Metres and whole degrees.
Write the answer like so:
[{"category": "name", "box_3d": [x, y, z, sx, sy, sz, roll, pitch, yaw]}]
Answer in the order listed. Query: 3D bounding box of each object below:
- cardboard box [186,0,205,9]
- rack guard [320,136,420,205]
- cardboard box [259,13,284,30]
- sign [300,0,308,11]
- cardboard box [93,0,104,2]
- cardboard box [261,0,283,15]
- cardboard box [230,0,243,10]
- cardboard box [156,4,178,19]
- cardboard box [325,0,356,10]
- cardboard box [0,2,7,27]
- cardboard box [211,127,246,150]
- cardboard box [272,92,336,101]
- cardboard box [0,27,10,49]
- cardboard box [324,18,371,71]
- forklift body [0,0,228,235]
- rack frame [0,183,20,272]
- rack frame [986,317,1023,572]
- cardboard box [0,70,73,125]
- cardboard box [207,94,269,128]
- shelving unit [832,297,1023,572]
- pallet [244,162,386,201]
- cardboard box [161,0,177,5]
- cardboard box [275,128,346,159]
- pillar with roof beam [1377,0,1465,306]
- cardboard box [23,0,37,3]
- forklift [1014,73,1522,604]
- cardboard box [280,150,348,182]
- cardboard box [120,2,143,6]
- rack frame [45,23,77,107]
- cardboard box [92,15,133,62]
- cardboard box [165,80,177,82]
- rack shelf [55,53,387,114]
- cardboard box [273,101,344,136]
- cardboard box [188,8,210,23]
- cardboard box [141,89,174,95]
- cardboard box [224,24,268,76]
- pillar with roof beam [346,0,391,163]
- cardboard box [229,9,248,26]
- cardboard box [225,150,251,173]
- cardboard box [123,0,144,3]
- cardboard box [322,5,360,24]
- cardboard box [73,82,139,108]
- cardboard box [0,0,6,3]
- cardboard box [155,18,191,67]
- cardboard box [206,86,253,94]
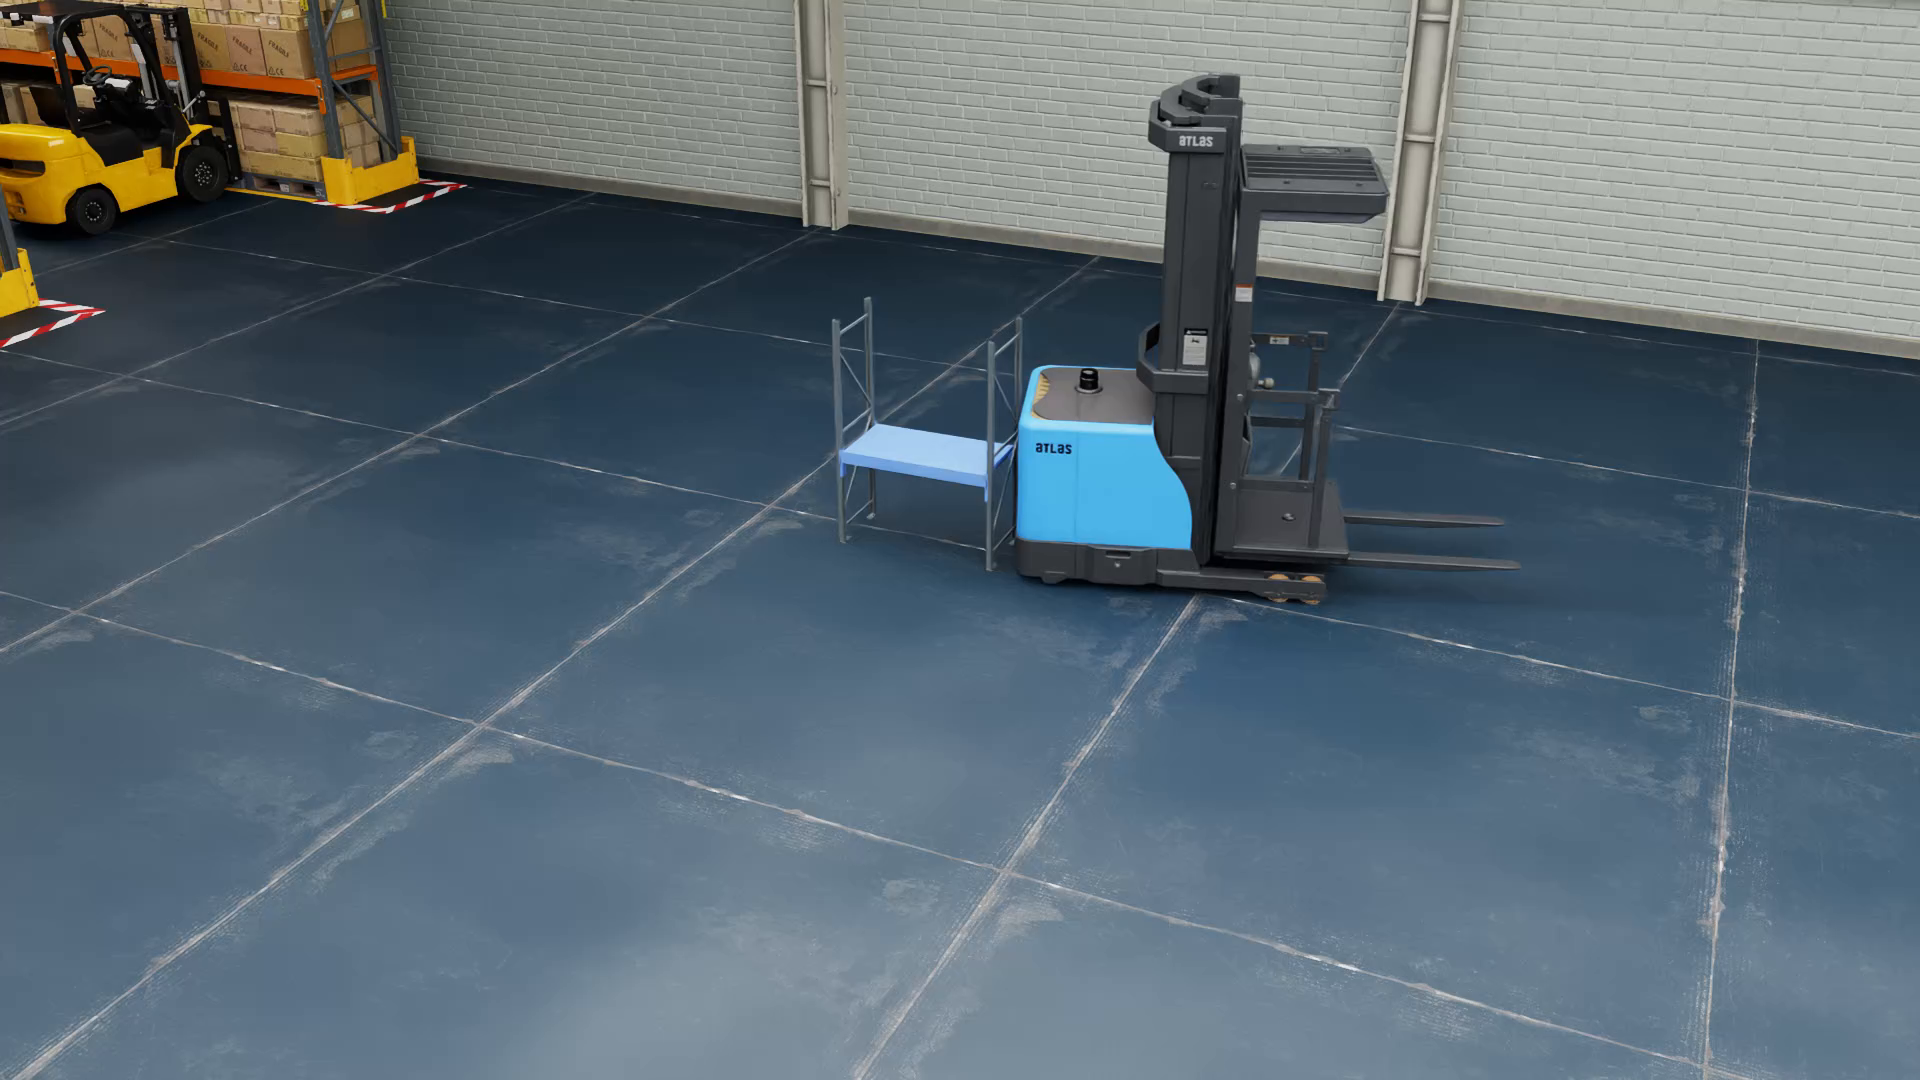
[{"category": "cardboard box", "box_3d": [-8.223, -5.913, 18.181, 0.250, 0.149, 0.380, 12, 29, 23]}, {"category": "rack guard", "box_3d": [-6.585, -4.144, 18.602, 0.348, 0.500, 1.175, 11, 28, 22]}, {"category": "cardboard box", "box_3d": [-7.283, -5.592, 17.864, 0.250, 0.149, 0.380, 12, 29, 23]}, {"category": "sign", "box_3d": [-6.844, -5.680, 17.313, 0.005, 0.325, 0.100, 11, 28, 22]}, {"category": "cardboard box", "box_3d": [-9.582, -6.090, 18.877, 0.250, 0.149, 0.380, 11, 28, 22]}, {"category": "cardboard box", "box_3d": [-7.258, -5.753, 17.855, 0.250, 0.149, 0.380, 11, 28, 22]}, {"category": "cardboard box", "box_3d": [-7.703, -5.865, 18.083, 0.250, 0.149, 0.380, 12, 28, 22]}, {"category": "cardboard box", "box_3d": [-8.667, -5.883, 18.455, 0.250, 0.149, 0.380, 11, 28, 21]}, {"category": "cardboard box", "box_3d": [-6.824, -5.887, 18.127, 0.250, 0.149, 0.380, 11, 28, 21]}, {"category": "cardboard box", "box_3d": [-11.272, -6.237, 19.626, 0.500, 0.250, 0.500, 11, 28, 20]}, {"category": "cardboard box", "box_3d": [-8.110, -4.595, 18.758, 0.500, 0.250, 0.500, 11, 28, 21]}, {"category": "cardboard box", "box_3d": [-7.422, -4.928, 18.868, 0.500, 0.250, 0.500, 11, 28, 22]}, {"category": "cardboard box", "box_3d": [-11.275, -6.011, 19.733, 0.500, 0.250, 0.500, 11, 28, 22]}, {"category": "cardboard box", "box_3d": [-6.943, -5.517, 18.447, 0.500, 0.500, 0.500, 12, 29, 23]}, {"category": "forklift body", "box_3d": [-9.088, -4.503, 17.460, 1.214, 2.155, 2.313, 11, 28, 22]}, {"category": "rack frame", "box_3d": [-8.658, -3.274, 14.003, 0.127, 3.000, 1.000, 11, 28, 22]}, {"category": "rack frame", "box_3d": [0.272, -0.578, 10.227, 0.032, 1.500, 0.500, 10, 28, 20]}, {"category": "cardboard box", "box_3d": [-11.431, -5.361, 20.455, 0.625, 0.625, 0.875, 11, 28, 21]}, {"category": "cardboard box", "box_3d": [-8.086, -4.812, 18.633, 0.500, 0.250, 0.500, 12, 29, 22]}, {"category": "shelving unit", "box_3d": [-0.197, -0.665, 10.402, 1.048, 1.500, 0.538, 10, 28, 20]}, {"category": "pallet", "box_3d": [-7.320, -4.142, 18.924, 1.213, 0.211, 1.003, 11, 28, 22]}, {"category": "cardboard box", "box_3d": [-8.641, -6.051, 18.461, 0.250, 0.149, 0.380, 11, 28, 22]}, {"category": "cardboard box", "box_3d": [-7.179, -4.413, 18.388, 0.500, 0.250, 0.500, 11, 28, 21]}, {"category": "pillar with roof beam", "box_3d": [2.274, -4.526, 9.756, 0.400, 9.000, 9.100, 11, 28, 22]}, {"category": "cardboard box", "box_3d": [-10.651, -6.311, 19.324, 0.250, 0.149, 0.380, 12, 29, 24]}, {"category": "forklift", "box_3d": [1.890, -1.180, 9.829, 3.031, 2.935, 1.130, 3, 26, 7]}, {"category": "cardboard box", "box_3d": [-7.165, -4.184, 18.490, 0.500, 0.250, 0.500, 12, 28, 22]}, {"category": "cardboard box", "box_3d": [-9.150, -5.967, 18.626, 0.250, 0.149, 0.380, 11, 28, 21]}, {"category": "rack frame", "box_3d": [-10.248, -6.002, 19.544, 0.127, 3.000, 1.000, 11, 28, 22]}, {"category": "cardboard box", "box_3d": [-9.471, -5.772, 18.964, 0.500, 0.500, 0.500, 12, 29, 23]}, {"category": "cardboard box", "box_3d": [-9.253, -5.306, 19.637, 0.500, 0.250, 0.500, 11, 28, 21]}, {"category": "rack shelf", "box_3d": [-8.427, -5.313, 18.960, 4.000, 0.370, 1.077, 11, 28, 22]}, {"category": "cardboard box", "box_3d": [-7.155, -4.632, 18.269, 0.500, 0.250, 0.500, 12, 29, 24]}, {"category": "cardboard box", "box_3d": [-8.216, -5.782, 18.250, 0.250, 0.149, 0.380, 12, 28, 22]}, {"category": "cardboard box", "box_3d": [-9.019, -5.007, 19.028, 0.500, 0.250, 0.500, 12, 29, 24]}, {"category": "cardboard box", "box_3d": [-7.632, -5.398, 18.205, 0.500, 0.500, 0.500, 12, 29, 23]}, {"category": "pillar with roof beam", "box_3d": [-8.650, -6.720, 14.212, 0.400, 9.000, 9.100, 11, 28, 22]}, {"category": "cardboard box", "box_3d": [-7.715, -5.714, 18.112, 0.250, 0.149, 0.380, 11, 28, 21]}, {"category": "cardboard box", "box_3d": [-8.066, -4.374, 18.875, 0.500, 0.250, 0.500, 12, 29, 22]}, {"category": "cardboard box", "box_3d": [-9.130, -6.114, 18.588, 0.250, 0.149, 0.380, 11, 28, 21]}, {"category": "cardboard box", "box_3d": [-6.808, -5.772, 18.231, 0.250, 0.149, 0.380, 11, 28, 21]}, {"category": "cardboard box", "box_3d": [-9.938, -5.190, 19.402, 0.500, 0.250, 0.500, 11, 28, 21]}, {"category": "cardboard box", "box_3d": [-11.094, -6.417, 19.539, 0.250, 0.149, 0.380, 11, 28, 22]}, {"category": "cardboard box", "box_3d": [-8.561, -5.579, 18.573, 0.500, 0.500, 0.500, 12, 28, 22]}, {"category": "cardboard box", "box_3d": [-8.337, -5.120, 19.258, 0.500, 0.250, 0.500, 11, 28, 21]}]
